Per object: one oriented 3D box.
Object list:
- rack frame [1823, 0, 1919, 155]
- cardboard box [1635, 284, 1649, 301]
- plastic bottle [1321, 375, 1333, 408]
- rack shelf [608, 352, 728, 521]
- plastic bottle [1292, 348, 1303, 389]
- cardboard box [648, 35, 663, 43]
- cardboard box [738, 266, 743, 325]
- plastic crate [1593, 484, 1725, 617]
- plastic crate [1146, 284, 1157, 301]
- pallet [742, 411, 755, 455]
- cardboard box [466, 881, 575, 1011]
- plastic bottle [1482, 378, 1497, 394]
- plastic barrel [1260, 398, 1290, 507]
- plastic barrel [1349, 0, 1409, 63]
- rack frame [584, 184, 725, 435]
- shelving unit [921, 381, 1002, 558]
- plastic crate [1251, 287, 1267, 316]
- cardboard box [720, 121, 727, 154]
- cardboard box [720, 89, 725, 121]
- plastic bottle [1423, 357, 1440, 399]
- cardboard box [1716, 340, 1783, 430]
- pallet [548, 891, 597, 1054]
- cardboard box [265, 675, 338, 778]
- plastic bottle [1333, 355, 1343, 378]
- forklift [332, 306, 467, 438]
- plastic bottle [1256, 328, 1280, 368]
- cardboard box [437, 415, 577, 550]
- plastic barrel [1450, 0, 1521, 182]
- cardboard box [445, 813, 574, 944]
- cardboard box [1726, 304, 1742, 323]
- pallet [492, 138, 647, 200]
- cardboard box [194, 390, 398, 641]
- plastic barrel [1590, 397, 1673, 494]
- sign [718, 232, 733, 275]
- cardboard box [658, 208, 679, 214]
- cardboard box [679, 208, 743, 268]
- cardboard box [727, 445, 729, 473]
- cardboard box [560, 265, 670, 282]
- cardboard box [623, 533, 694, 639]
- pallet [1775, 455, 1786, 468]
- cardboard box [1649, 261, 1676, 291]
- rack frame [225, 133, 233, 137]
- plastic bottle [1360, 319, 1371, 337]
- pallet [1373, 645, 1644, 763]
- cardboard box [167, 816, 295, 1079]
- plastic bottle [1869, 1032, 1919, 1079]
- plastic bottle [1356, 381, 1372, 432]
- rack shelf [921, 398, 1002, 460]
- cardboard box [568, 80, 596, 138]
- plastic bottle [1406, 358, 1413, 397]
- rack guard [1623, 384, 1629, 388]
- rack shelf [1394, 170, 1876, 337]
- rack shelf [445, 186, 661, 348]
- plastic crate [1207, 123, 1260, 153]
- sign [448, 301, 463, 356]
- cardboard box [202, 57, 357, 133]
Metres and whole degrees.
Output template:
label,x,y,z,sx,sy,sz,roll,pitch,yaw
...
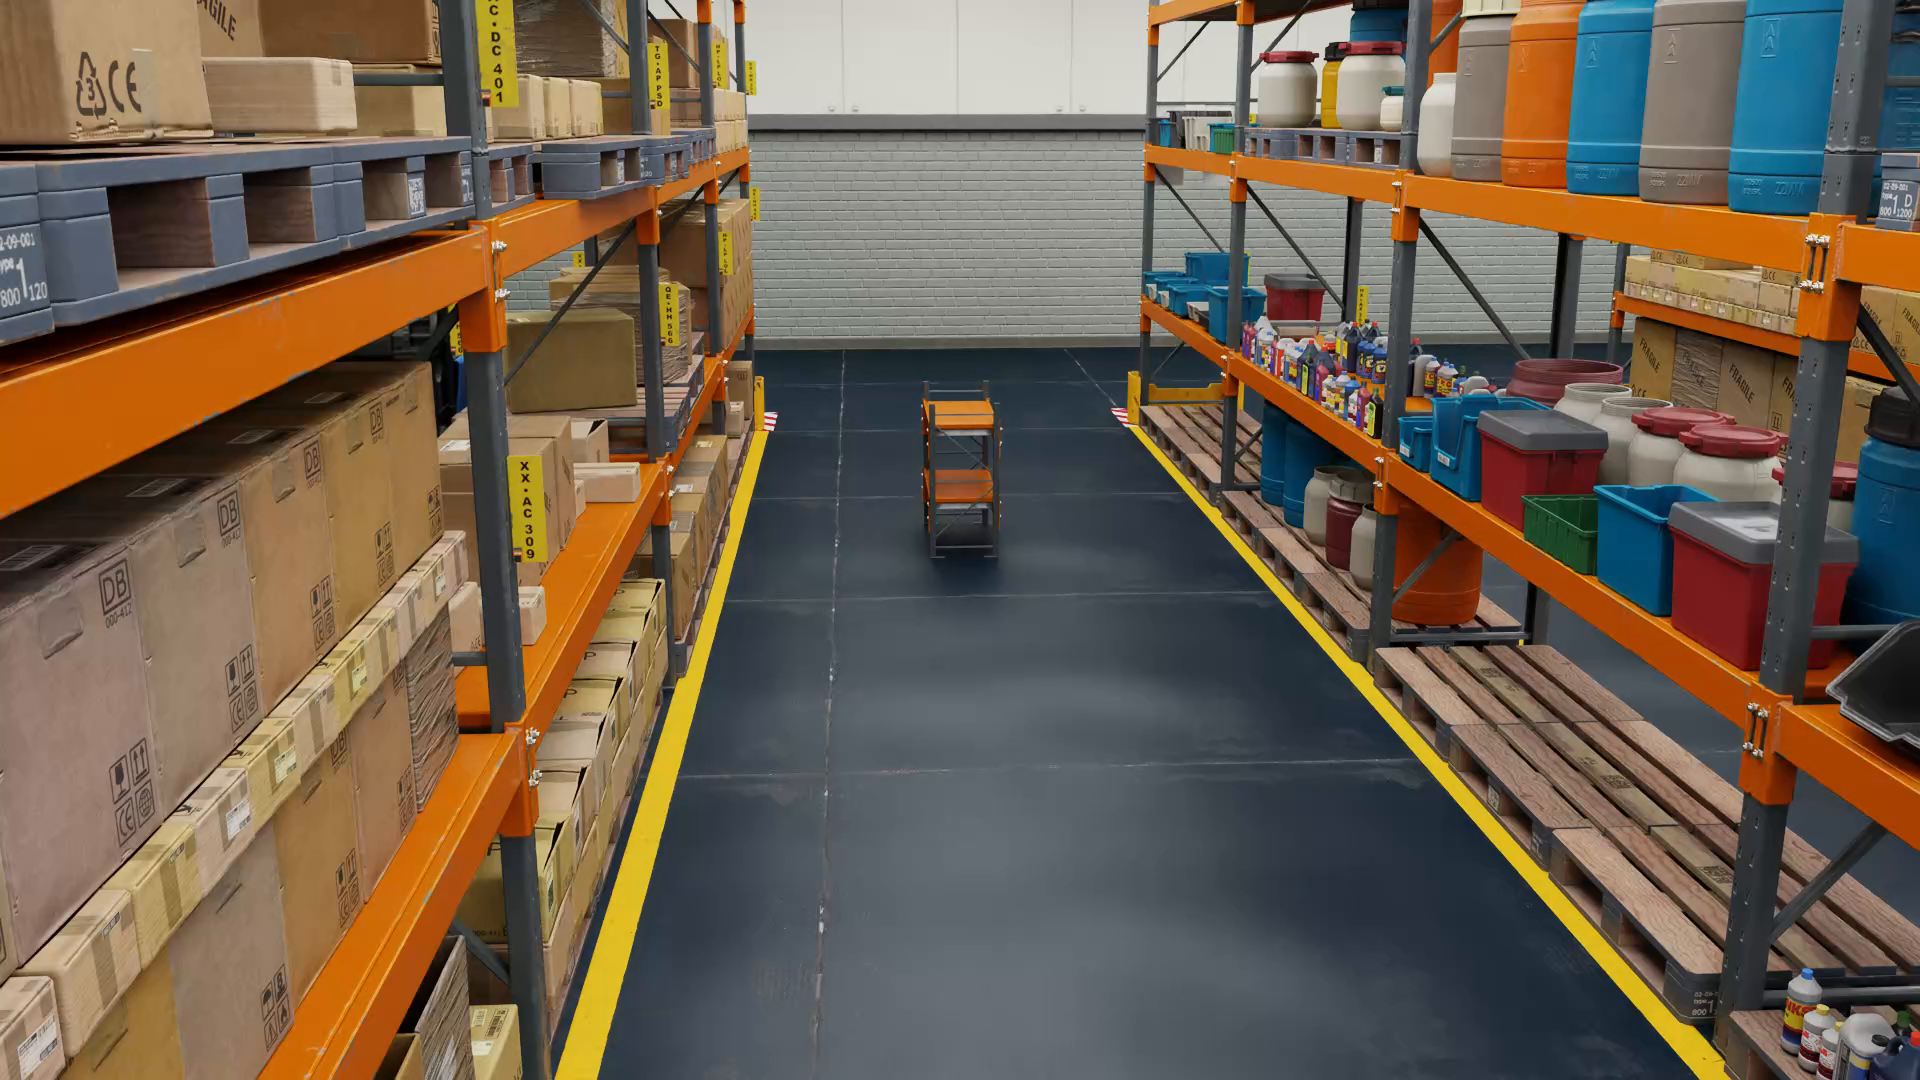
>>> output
label,x,y,z,sx,sy,sz,roll,pitch,yaw
rack frame,3.099,-2.606,4.595,1.000,3.000,0.127,-1,14,-3
cardboard box,7.009,-2.483,16.659,0.380,0.149,0.250,-1,14,-4
plastic bottle,2.355,-0.949,10.593,0.097,0.201,0.097,0,14,0
rack shelf,-2.217,-0.769,10.938,1.077,0.370,4.000,-1,14,-3
plastic bottle,2.309,-1.165,11.294,0.097,0.271,0.097,0,14,0
cardboard box,-2.319,-3.075,11.195,0.600,0.600,0.600,-1,14,-4
cardboard box,-2.197,-2.172,14.748,0.500,0.500,0.500,-1,14,-4
plastic crate,2.720,0.038,6.392,0.392,0.384,0.575,-1,14,-3
plastic crate,1.980,-2.439,16.394,0.250,0.136,0.298,-1,14,-3
pallet,-2.533,-1.042,16.152,1.003,0.211,1.213,-1,14,-3
cardboard box,-1.623,1.399,5.744,0.500,0.250,0.500,-1,14,-5
plastic bottle,3.172,-0.834,9.981,0.061,0.283,0.133,-1,14,-3
plastic barrel,2.620,-0.742,12.757,0.600,0.901,0.708,-1,14,-3
plastic barrel,2.862,-3.167,10.946,0.600,0.901,0.708,-1,14,-3
rack frame,-2.341,-1.615,12.782,1.000,3.000,0.127,-1,14,-3
shelving unit,0.000,-0.546,12.393,0.538,1.125,1.048,-1,14,-3
plastic crate,2.693,-2.044,14.570,0.437,0.282,0.530,-1,14,-3
cardboard box,-2.151,-3.244,13.395,0.500,0.250,0.500,-1,14,-3
cardboard box,-2.156,-3.486,13.332,0.500,0.250,0.500,-1,14,-3
plastic bottle,3.096,-1.062,10.893,0.097,0.271,0.097,0,14,0
cardboard box,7.530,-1.330,15.098,0.875,0.875,0.875,-1,14,-3
pallet,-1.930,1.543,6.106,1.003,0.211,1.213,-1,14,-3
cardboard box,-1.537,0.393,3.478,0.380,0.149,0.250,0,14,-2
plastic bottle,2.462,-1.065,10.881,0.061,0.283,0.133,-1,14,-3
forklift,-4.709,-1.725,13.350,1.130,2.935,3.031,-1,14,-5
plastic bottle,2.275,-1.418,12.267,0.152,0.276,0.135,-1,14,-3
cardboard box,-1.973,-0.251,7.282,0.500,0.500,0.500,-2,15,-6
plastic barrel,2.686,-2.183,7.966,0.600,0.901,0.600,0,14,0
cardboard box,-1.622,1.125,5.684,0.500,0.311,0.500,-1,14,-3
cardboard box,7.121,-2.035,14.921,0.380,0.149,0.250,-1,14,-4
pallet,-1.889,-1.535,6.834,1.003,0.211,1.213,0,14,-1
cardboard box,-1.779,-0.066,3.958,0.700,0.500,0.500,-1,14,-4
plastic barrel,3.154,-0.392,7.806,0.421,0.512,0.421,0,14,0
sign,-1.787,-2.185,12.674,0.100,0.325,0.005,-1,14,-3
cardboard box,-2.726,-2.647,14.587,0.500,0.500,0.500,-1,14,-4
cardboard box,-2.186,-2.653,14.612,0.500,0.500,0.500,0,14,-2
cardboard box,-2.151,-0.633,13.481,0.500,0.311,0.500,-1,14,-3
cardboard box,-2.535,-1.745,12.246,0.700,0.500,0.500,-6,16,-22
cardboard box,-1.836,0.260,9.629,0.500,0.500,0.500,0,14,-1
pallet,7.578,-0.606,14.460,1.003,0.211,1.213,-1,14,-3
cardboard box,7.098,-2.580,16.238,0.500,0.250,0.500,-1,14,-4
rack frame,-7.532,-2.532,16.347,1.000,3.000,0.127,-1,14,-3
plastic bottle,2.987,-1.443,12.213,0.144,0.351,0.185,-1,14,-3
pallet,2.861,0.848,8.805,1.003,0.211,1.213,-1,14,-3
cardboard box,-1.712,0.820,3.118,0.700,0.500,0.500,0,14,-2
plastic bottle,2.735,1.576,4.813,0.144,0.351,0.185,0,14,-2
plastic bottle,2.386,-0.790,9.812,0.061,0.283,0.133,-1,14,-3
rack shelf,0.000,-0.830,12.320,0.538,0.278,1.000,-1,14,-3
cardboard box,-1.958,-1.961,7.567,0.500,0.250,0.500,0,14,-2
plastic bottle,2.912,-1.133,11.009,0.144,0.351,0.185,-1,14,-3
rack guard,7.298,-1.557,17.573,1.175,0.500,0.348,-1,14,-3
rack shelf,2.975,-1.302,6.992,1.077,0.370,4.000,-1,14,-3
rack shelf,-1.969,-1.227,6.698,1.077,0.370,4.000,-1,14,-3
plastic crate,2.228,-3.283,13.583,0.416,0.233,0.300,-1,14,-3
sign,-2.634,-1.131,8.739,0.100,0.325,0.005,-1,14,-3
cardboard box,-1.497,-0.931,3.487,0.380,0.149,0.250,-1,14,-3
